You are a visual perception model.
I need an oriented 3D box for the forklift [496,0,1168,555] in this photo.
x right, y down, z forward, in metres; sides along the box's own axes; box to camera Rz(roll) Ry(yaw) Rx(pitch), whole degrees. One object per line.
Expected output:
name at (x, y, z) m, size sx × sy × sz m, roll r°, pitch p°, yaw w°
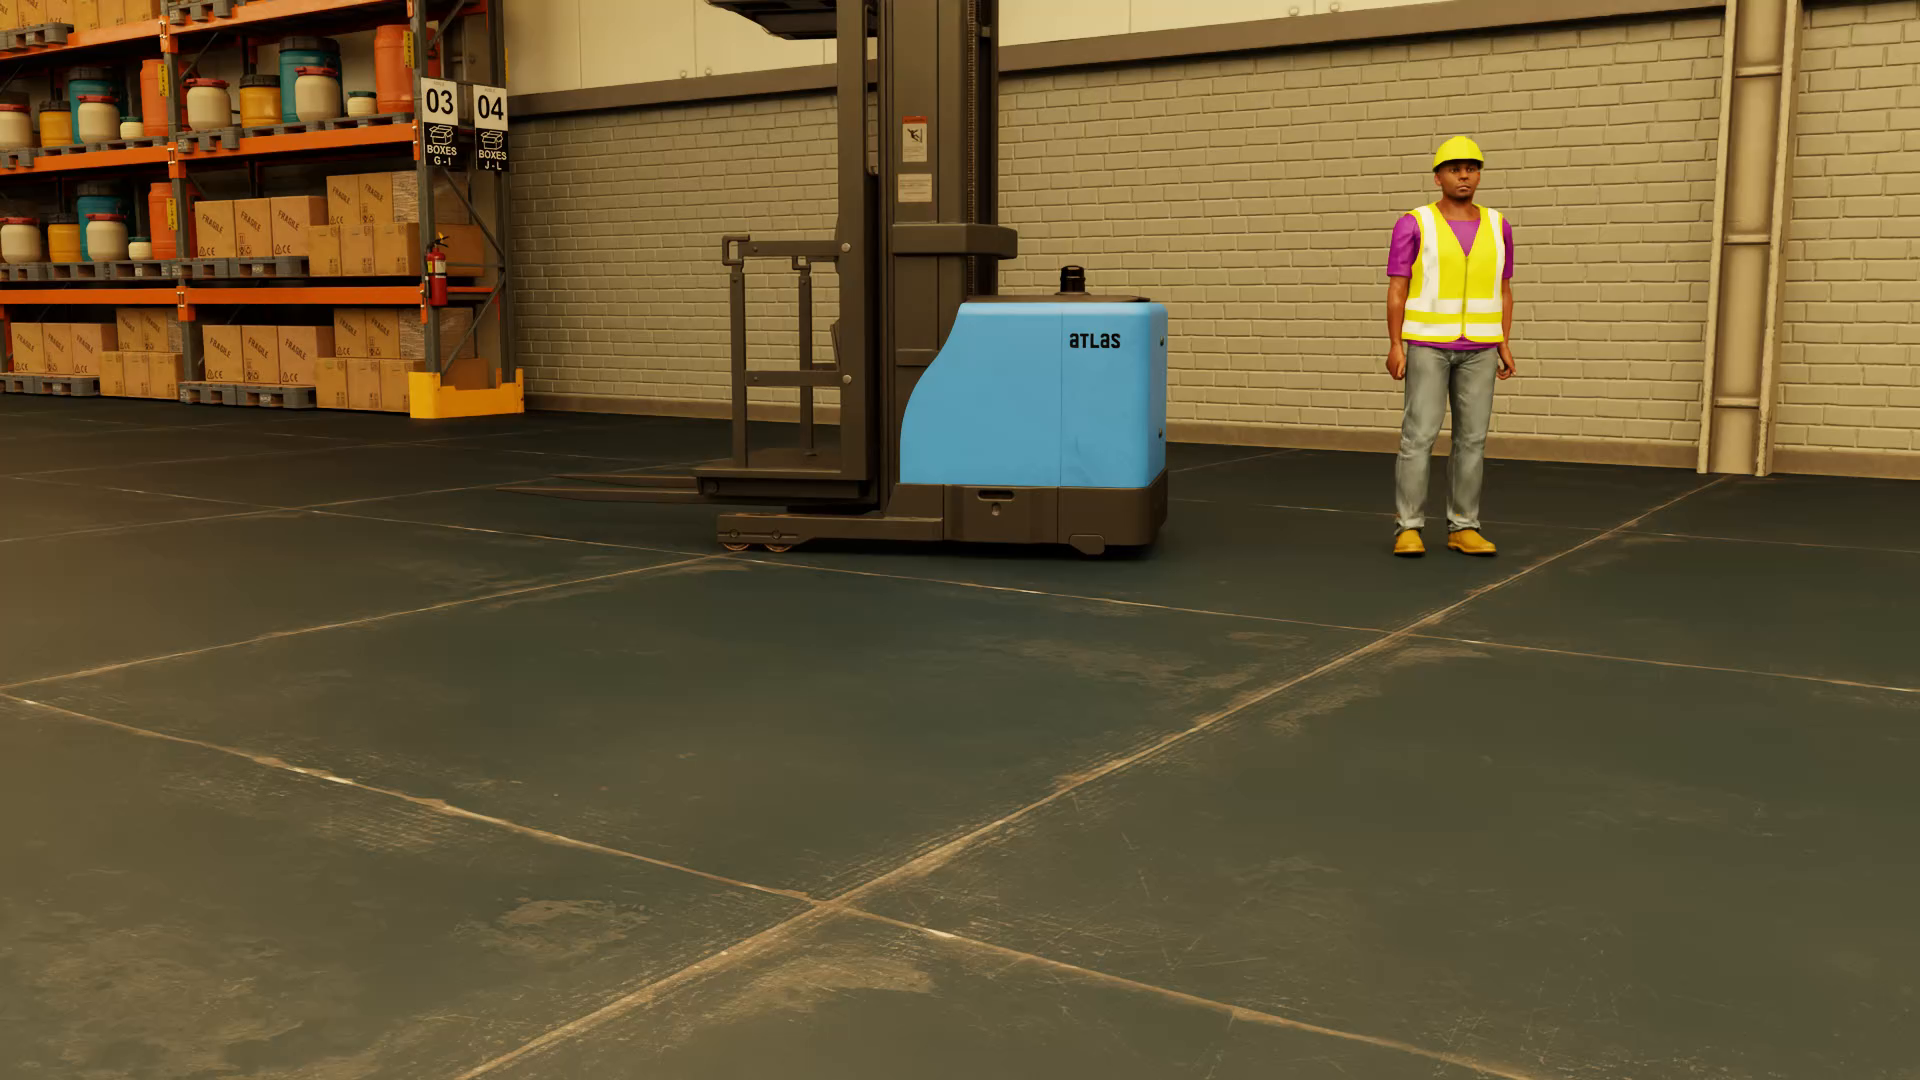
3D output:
forklift at (-0.596, -1.469, 7.520) m, size 3.031 × 2.935 × 1.130 m, roll 2°, pitch 8°, yaw 12°

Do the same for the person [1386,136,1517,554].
person at (2.108, -0.823, 7.116) m, size 0.554 × 1.771 × 0.371 m, roll -1°, pitch 8°, yaw -4°
